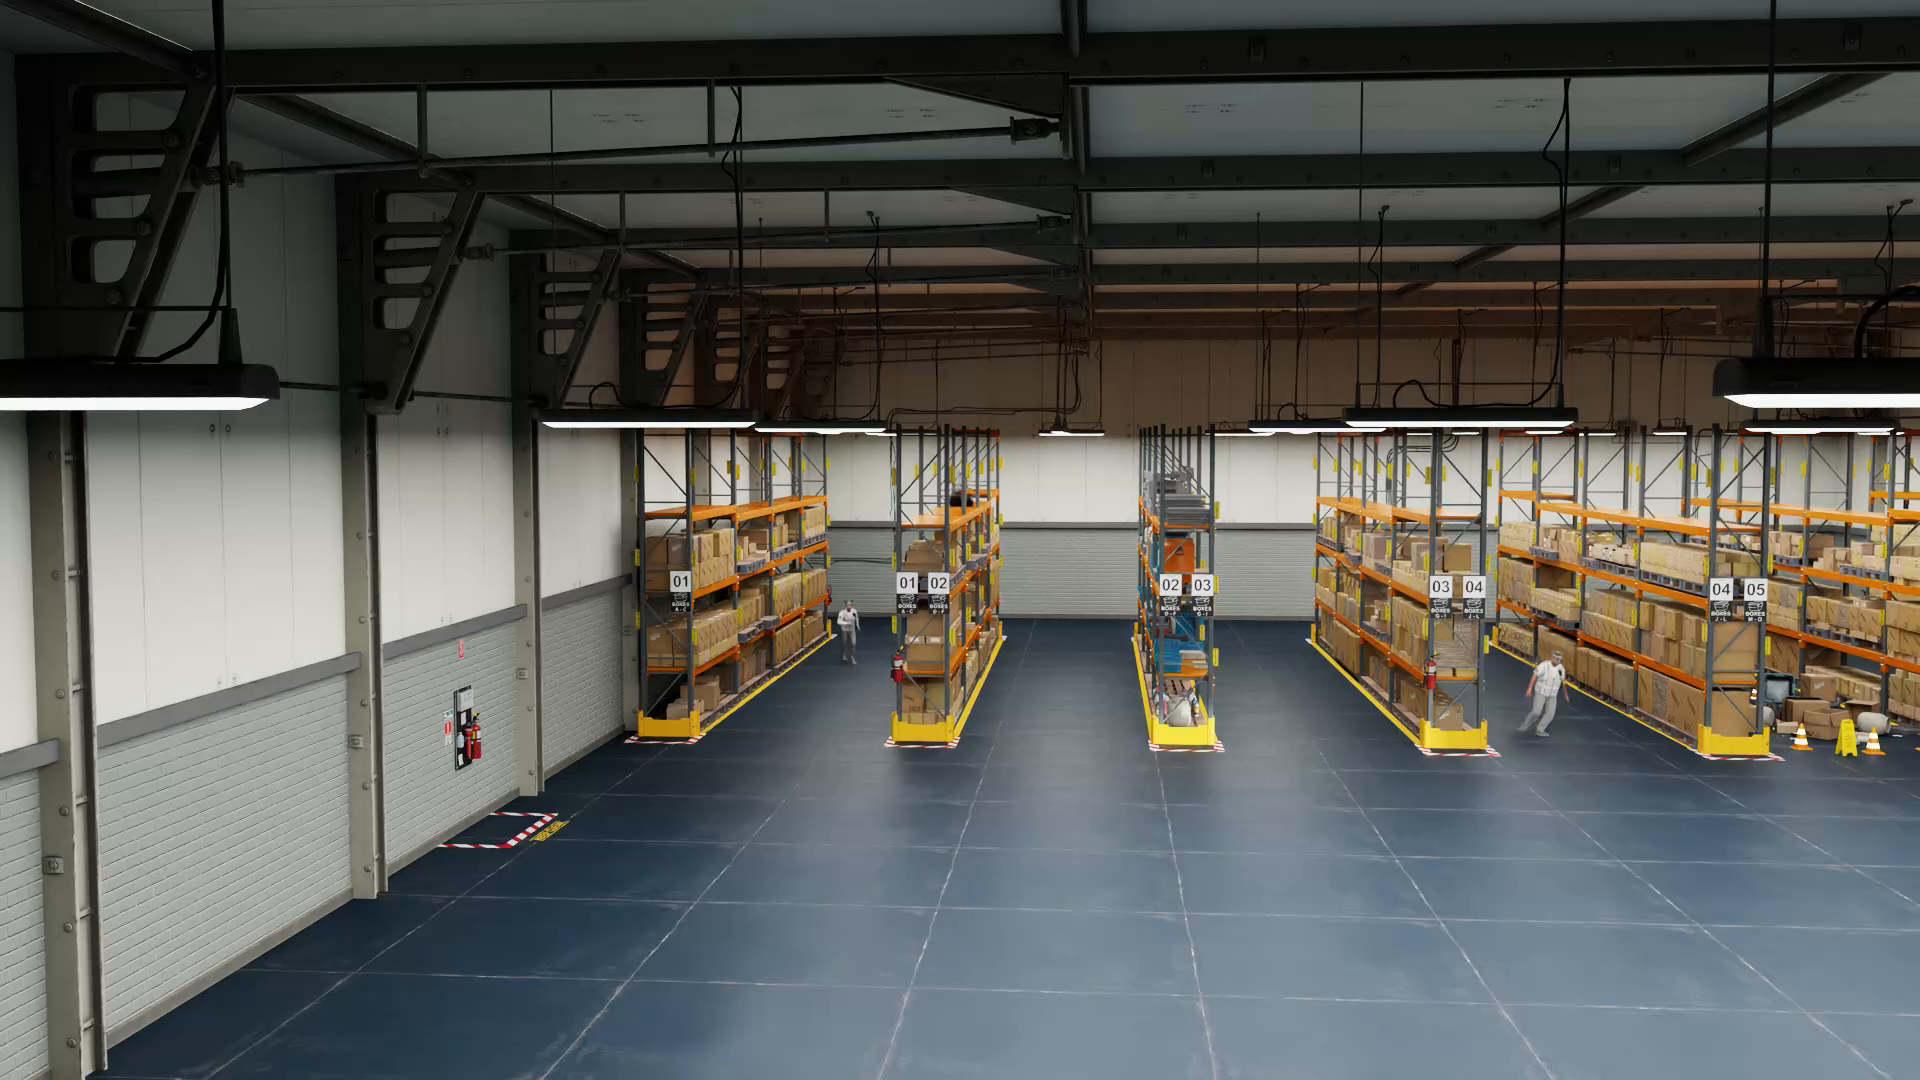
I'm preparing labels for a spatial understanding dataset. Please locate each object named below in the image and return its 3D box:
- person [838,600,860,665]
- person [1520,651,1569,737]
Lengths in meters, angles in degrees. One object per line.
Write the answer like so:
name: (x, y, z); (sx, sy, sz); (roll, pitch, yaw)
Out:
person: (-2.848, 2.324, 42.344); (0.611, 1.666, 0.942); (-1, 4, -16)
person: (11.228, 2.937, 31.920); (0.807, 1.669, 0.662); (0, 4, -8)
